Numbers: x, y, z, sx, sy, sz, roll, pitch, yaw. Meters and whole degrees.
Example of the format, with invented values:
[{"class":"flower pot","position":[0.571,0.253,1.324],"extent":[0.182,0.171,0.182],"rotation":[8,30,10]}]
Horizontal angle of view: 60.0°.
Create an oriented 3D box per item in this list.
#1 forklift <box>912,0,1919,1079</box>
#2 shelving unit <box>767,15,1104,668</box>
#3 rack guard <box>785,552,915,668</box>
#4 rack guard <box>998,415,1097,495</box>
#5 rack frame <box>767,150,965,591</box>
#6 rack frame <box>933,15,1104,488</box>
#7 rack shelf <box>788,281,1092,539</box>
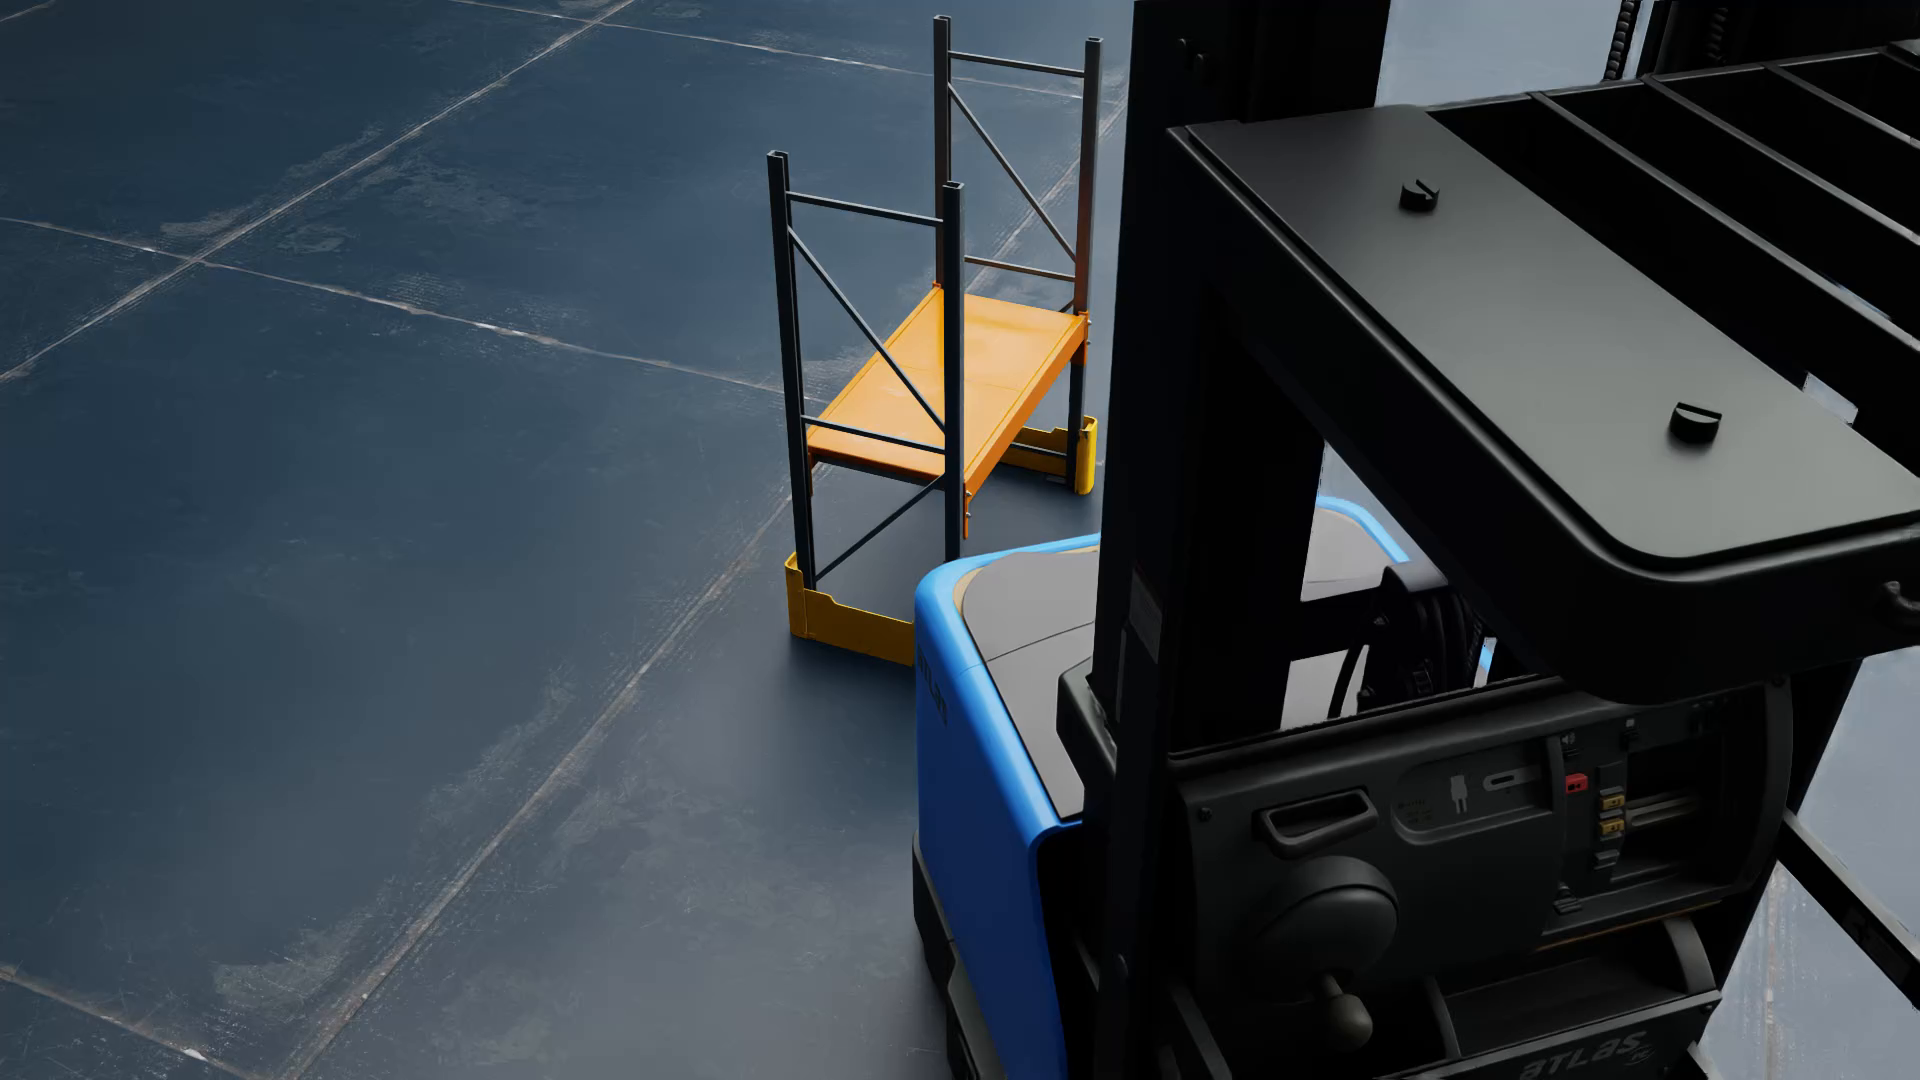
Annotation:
[{"class":"forklift","position":[0.809,0.497,2.137],"extent":[1.130,2.935,3.031],"rotation":[-10,38,-14]},{"class":"shelving unit","position":[-0.029,-0.559,4.745],"extent":[0.587,1.500,1.083],"rotation":[14,39,18]},{"class":"rack guard","position":[-0.218,0.218,4.750],"extent":[0.587,0.250,0.087],"rotation":[14,39,18]},{"class":"rack guard","position":[0.160,-0.334,5.488],"extent":[0.587,0.250,0.087],"rotation":[14,39,18]},{"class":"rack frame","position":[-0.226,-0.272,4.361],"extent":[0.500,1.500,0.032],"rotation":[14,39,18]},{"class":"rack frame","position":[0.161,-0.835,5.114],"extent":[0.500,1.500,0.032],"rotation":[14,39,18]},{"class":"rack shelf","position":[-0.032,-0.409,4.845],"extent":[0.538,0.185,1.000],"rotation":[14,39,18]}]
